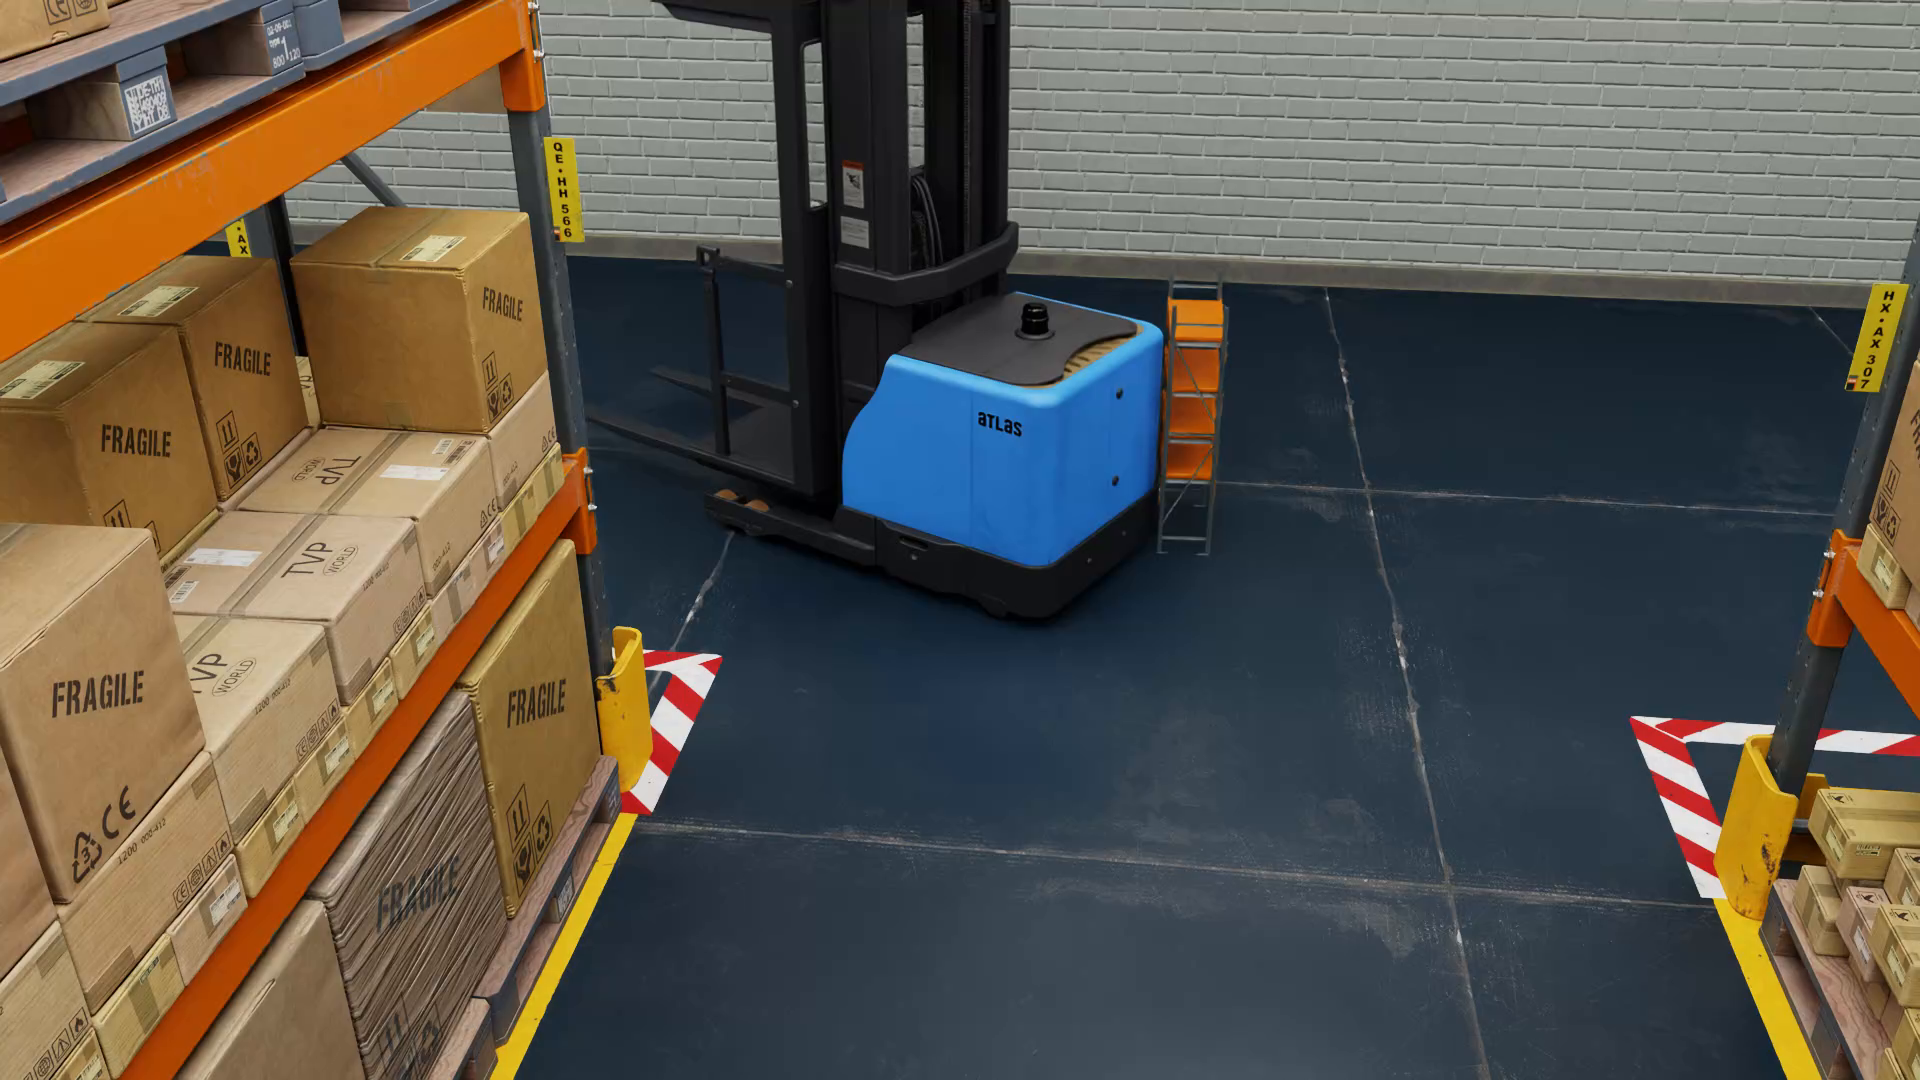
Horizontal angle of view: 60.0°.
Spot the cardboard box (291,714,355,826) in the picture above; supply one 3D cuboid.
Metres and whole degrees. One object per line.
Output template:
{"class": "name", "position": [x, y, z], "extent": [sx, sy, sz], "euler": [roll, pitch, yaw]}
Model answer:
{"class": "cardboard box", "position": [-1.660, 0.519, 3.889], "extent": [0.380, 0.149, 0.250], "euler": [4, 29, 7]}

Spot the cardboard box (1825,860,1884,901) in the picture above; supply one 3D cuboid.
{"class": "cardboard box", "position": [2.836, 1.009, 4.964], "extent": [0.380, 0.149, 0.250], "euler": [5, 29, 8]}

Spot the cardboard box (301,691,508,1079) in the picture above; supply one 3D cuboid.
{"class": "cardboard box", "position": [-1.866, 0.987, 4.553], "extent": [0.875, 0.875, 0.875], "euler": [3, 28, 6]}

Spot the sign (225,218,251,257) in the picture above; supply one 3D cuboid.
{"class": "sign", "position": [-2.306, -0.949, 5.352], "extent": [0.100, 0.325, 0.005], "euler": [3, 28, 6]}

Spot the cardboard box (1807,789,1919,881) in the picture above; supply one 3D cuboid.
{"class": "cardboard box", "position": [2.753, 0.873, 4.902], "extent": [0.380, 0.149, 0.250], "euler": [2, 28, 4]}

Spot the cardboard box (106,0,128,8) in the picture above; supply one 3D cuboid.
{"class": "cardboard box", "position": [-1.970, -1.339, 3.257], "extent": [0.700, 0.500, 0.500], "euler": [1, 28, 3]}

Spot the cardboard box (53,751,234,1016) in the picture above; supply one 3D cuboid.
{"class": "cardboard box", "position": [-1.804, 0.636, 3.251], "extent": [0.500, 0.250, 0.500], "euler": [4, 29, 7]}

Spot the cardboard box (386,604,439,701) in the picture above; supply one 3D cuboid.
{"class": "cardboard box", "position": [-1.596, 0.280, 4.332], "extent": [0.380, 0.149, 0.250], "euler": [3, 28, 5]}

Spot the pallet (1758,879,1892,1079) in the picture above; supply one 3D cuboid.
{"class": "pallet", "position": [3.011, 1.482, 4.777], "extent": [1.003, 0.211, 1.213], "euler": [3, 28, 6]}

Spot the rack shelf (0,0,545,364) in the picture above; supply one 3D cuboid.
{"class": "rack shelf", "position": [-2.001, -0.560, 3.223], "extent": [1.077, 0.370, 4.000], "euler": [3, 28, 6]}

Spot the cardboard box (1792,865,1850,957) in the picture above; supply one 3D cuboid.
{"class": "cardboard box", "position": [2.773, 1.136, 5.041], "extent": [0.380, 0.149, 0.250], "euler": [4, 29, 7]}

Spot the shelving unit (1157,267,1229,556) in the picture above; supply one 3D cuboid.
{"class": "shelving unit", "position": [1.044, -0.578, 7.557], "extent": [0.258, 1.200, 0.503], "euler": [2, 28, 4]}

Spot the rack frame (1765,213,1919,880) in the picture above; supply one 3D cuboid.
{"class": "rack frame", "position": [3.155, -0.162, 4.888], "extent": [1.000, 3.000, 0.127], "euler": [3, 28, 6]}

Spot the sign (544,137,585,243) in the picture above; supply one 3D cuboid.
{"class": "sign", "position": [-1.219, -1.074, 5.110], "extent": [0.100, 0.325, 0.005], "euler": [3, 28, 6]}

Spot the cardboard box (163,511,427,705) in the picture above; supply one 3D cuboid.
{"class": "cardboard box", "position": [-1.676, 0.159, 4.136], "extent": [0.500, 0.250, 0.500], "euler": [2, 28, 4]}

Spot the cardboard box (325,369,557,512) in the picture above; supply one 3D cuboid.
{"class": "cardboard box", "position": [-1.552, -0.319, 5.024], "extent": [0.500, 0.250, 0.500], "euler": [3, 28, 5]}

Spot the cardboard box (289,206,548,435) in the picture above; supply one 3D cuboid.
{"class": "cardboard box", "position": [-1.554, -0.648, 4.844], "extent": [0.500, 0.500, 0.500], "euler": [4, 29, 7]}

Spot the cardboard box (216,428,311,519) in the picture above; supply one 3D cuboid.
{"class": "cardboard box", "position": [-2.139, -0.107, 4.631], "extent": [0.500, 0.250, 0.500], "euler": [3, 28, 6]}

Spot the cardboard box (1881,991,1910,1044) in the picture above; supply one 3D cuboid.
{"class": "cardboard box", "position": [2.798, 1.382, 4.586], "extent": [0.380, 0.149, 0.250], "euler": [4, 29, 7]}

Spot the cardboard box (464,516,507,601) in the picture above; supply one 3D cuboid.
{"class": "cardboard box", "position": [-1.535, 0.041, 4.777], "extent": [0.380, 0.149, 0.250], "euler": [3, 29, 6]}

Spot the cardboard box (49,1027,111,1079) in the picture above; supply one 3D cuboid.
{"class": "cardboard box", "position": [-1.785, 1.004, 2.988], "extent": [0.380, 0.149, 0.250], "euler": [3, 28, 5]}

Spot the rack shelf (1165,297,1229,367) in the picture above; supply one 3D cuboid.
{"class": "rack shelf", "position": [1.044, -0.924, 7.371], "extent": [0.258, 0.148, 0.480], "euler": [2, 28, 4]}

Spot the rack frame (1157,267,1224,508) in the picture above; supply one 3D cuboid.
{"class": "rack frame", "position": [1.066, -0.693, 7.771], "extent": [0.240, 1.200, 0.015], "euler": [2, 28, 4]}

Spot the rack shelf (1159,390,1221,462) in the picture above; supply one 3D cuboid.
{"class": "rack shelf", "position": [1.044, -0.518, 7.589], "extent": [0.258, 0.148, 0.480], "euler": [2, 28, 4]}

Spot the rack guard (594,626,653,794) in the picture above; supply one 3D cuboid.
{"class": "rack guard", "position": [-1.753, 0.591, 6.125], "extent": [1.175, 0.500, 0.348], "euler": [3, 28, 6]}

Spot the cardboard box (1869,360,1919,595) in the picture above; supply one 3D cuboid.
{"class": "cardboard box", "position": [2.825, -0.142, 4.431], "extent": [0.500, 0.500, 0.500], "euler": [5, 29, 9]}

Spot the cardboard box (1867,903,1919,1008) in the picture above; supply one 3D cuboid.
{"class": "cardboard box", "position": [2.681, 1.121, 4.442], "extent": [0.380, 0.149, 0.250], "euler": [3, 28, 6]}

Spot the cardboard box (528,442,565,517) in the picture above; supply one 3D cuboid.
{"class": "cardboard box", "position": [-1.472, -0.200, 5.224], "extent": [0.380, 0.149, 0.250], "euler": [4, 29, 7]}

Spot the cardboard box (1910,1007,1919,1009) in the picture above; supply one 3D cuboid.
{"class": "cardboard box", "position": [2.804, 1.255, 4.507], "extent": [0.380, 0.149, 0.250], "euler": [4, 29, 7]}

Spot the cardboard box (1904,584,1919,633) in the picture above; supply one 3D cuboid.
{"class": "cardboard box", "position": [2.799, 0.204, 4.473], "extent": [0.380, 0.149, 0.250], "euler": [4, 29, 8]}

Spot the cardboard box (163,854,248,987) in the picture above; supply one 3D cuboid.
{"class": "cardboard box", "position": [-1.721, 0.766, 3.431], "extent": [0.380, 0.149, 0.250], "euler": [4, 29, 7]}

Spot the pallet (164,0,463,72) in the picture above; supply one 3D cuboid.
{"class": "pallet", "position": [-1.836, -1.429, 4.172], "extent": [1.003, 0.211, 1.213], "euler": [3, 28, 6]}

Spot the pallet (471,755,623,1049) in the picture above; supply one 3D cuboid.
{"class": "pallet", "position": [-1.776, 1.111, 5.466], "extent": [1.003, 0.211, 1.213], "euler": [3, 28, 6]}

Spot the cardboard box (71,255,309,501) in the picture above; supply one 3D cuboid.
{"class": "cardboard box", "position": [-2.144, -0.447, 4.471], "extent": [0.500, 0.500, 0.500], "euler": [3, 28, 5]}

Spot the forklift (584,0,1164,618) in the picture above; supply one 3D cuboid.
{"class": "forklift", "position": [-0.599, -1.494, 7.432], "extent": [3.031, 2.935, 1.130], "euler": [18, 33, 30]}

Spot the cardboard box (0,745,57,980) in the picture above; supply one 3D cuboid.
{"class": "cardboard box", "position": [-1.865, 0.548, 2.624], "extent": [0.500, 0.500, 0.500], "euler": [3, 28, 6]}
